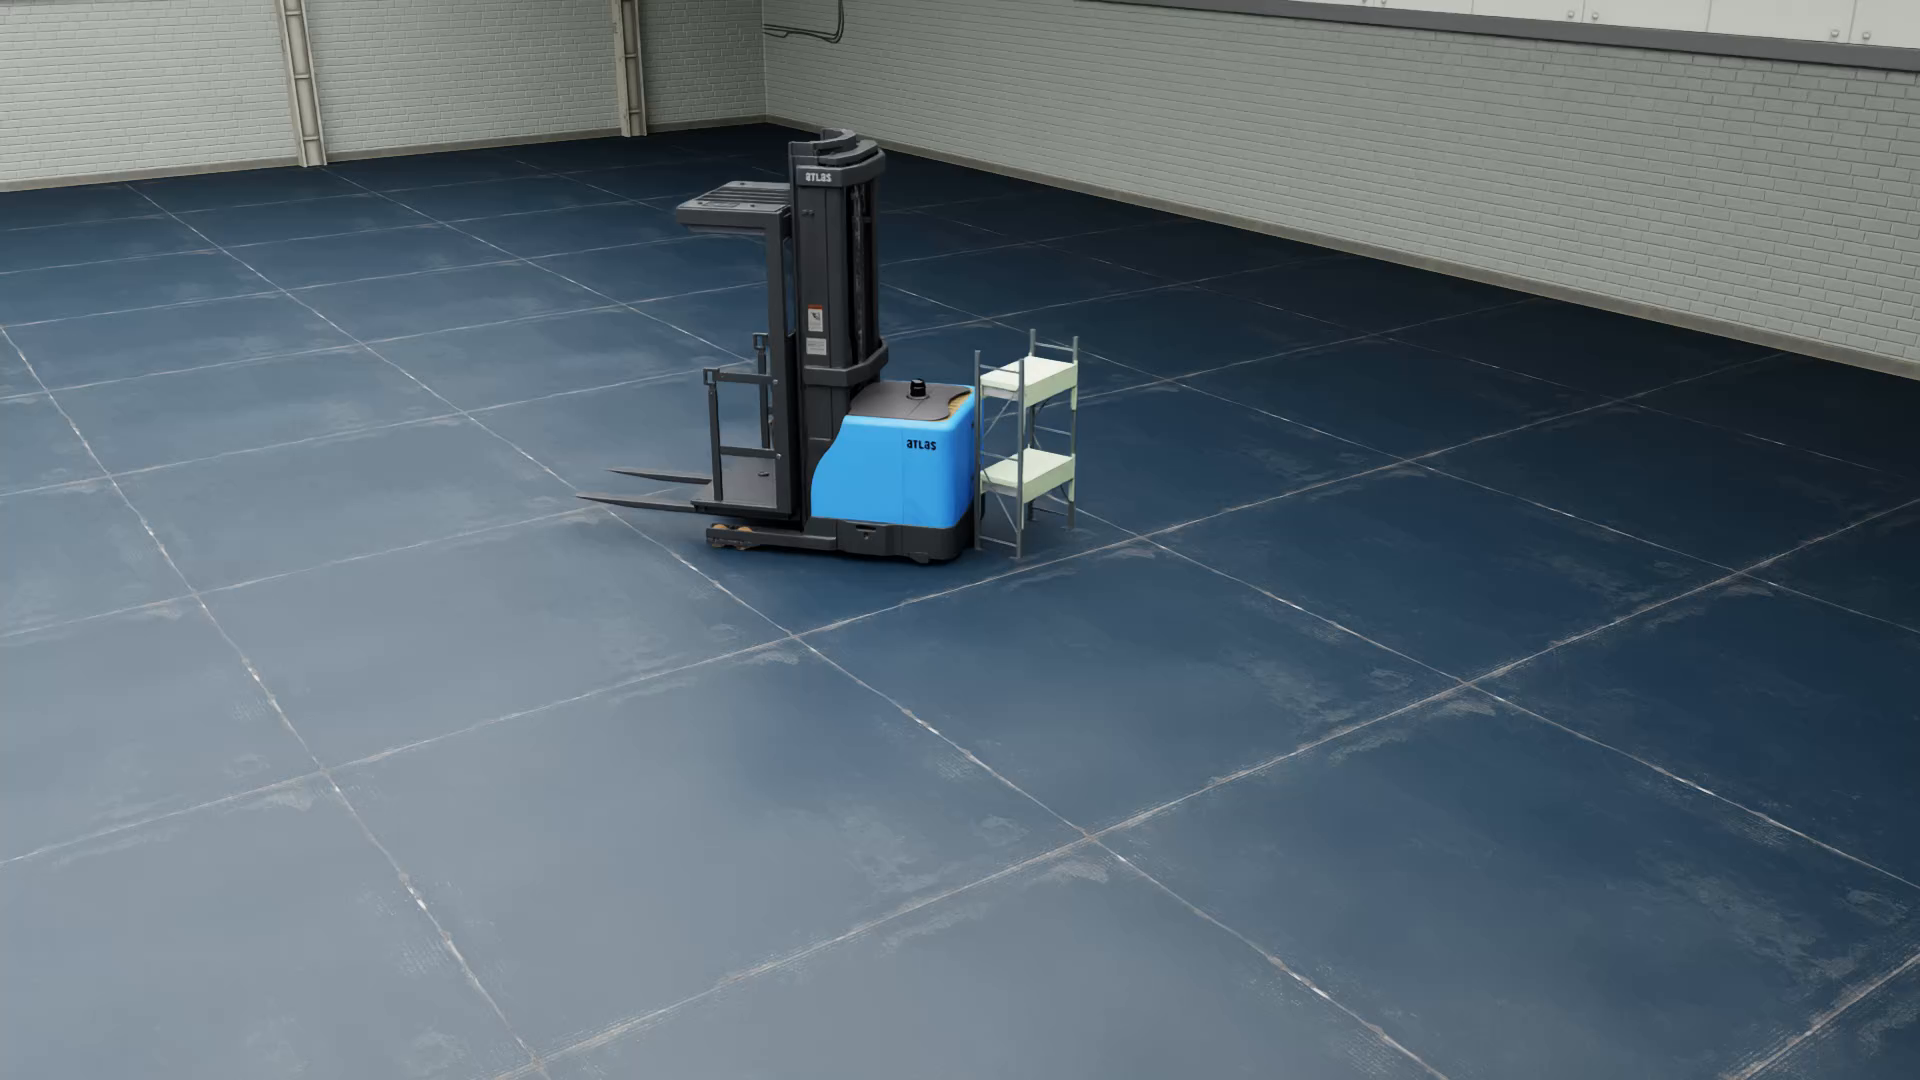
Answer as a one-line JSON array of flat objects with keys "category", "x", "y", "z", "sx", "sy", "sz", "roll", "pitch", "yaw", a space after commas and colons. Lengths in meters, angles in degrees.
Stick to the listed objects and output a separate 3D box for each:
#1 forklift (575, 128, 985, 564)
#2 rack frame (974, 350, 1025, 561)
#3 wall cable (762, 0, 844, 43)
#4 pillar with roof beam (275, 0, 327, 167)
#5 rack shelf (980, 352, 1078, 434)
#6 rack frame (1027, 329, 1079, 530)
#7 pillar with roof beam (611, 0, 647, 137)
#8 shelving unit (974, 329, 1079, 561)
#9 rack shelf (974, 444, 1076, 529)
[{"category": "forklift", "x": -1.383, "y": -1.471, "z": 12.128, "sx": 3.031, "sy": 2.935, "sz": 1.130, "roll": 5, "pitch": 22, "yaw": 13}, {"category": "rack frame", "x": 0.276, "y": -0.591, "z": 11.854, "sx": 0.400, "sy": 1.500, "sz": 0.023, "roll": 14, "pitch": 26, "yaw": 32}, {"category": "wall cable", "x": -3.065, "y": -10.712, "z": 31.288, "sx": 0.112, "sy": 2.526, "sz": 3.097, "roll": -15, "pitch": 26, "yaw": -33}, {"category": "pillar with roof beam", "x": -8.585, "y": -9.320, "z": 23.611, "sx": 0.400, "sy": 9.000, "sz": 9.100, "roll": -15, "pitch": 26, "yaw": -33}, {"category": "rack shelf", "x": 0.483, "y": -1.066, "z": 11.990, "sx": 0.431, "sy": 0.370, "sz": 0.720, "roll": 14, "pitch": 26, "yaw": 32}, {"category": "rack frame", "x": 0.690, "y": -0.815, "z": 12.415, "sx": 0.400, "sy": 1.500, "sz": 0.023, "roll": 14, "pitch": 26, "yaw": 32}, {"category": "pillar with roof beam", "x": -3.714, "y": -10.619, "z": 26.866, "sx": 0.400, "sy": 9.000, "sz": 9.100, "roll": -15, "pitch": 26, "yaw": -33}, {"category": "shelving unit", "x": 0.483, "y": -0.703, "z": 12.135, "sx": 0.431, "sy": 1.500, "sz": 0.755, "roll": 14, "pitch": 26, "yaw": 32}, {"category": "rack shelf", "x": 0.483, "y": -0.400, "z": 12.256, "sx": 0.431, "sy": 0.370, "sz": 0.720, "roll": 14, "pitch": 26, "yaw": 32}]
